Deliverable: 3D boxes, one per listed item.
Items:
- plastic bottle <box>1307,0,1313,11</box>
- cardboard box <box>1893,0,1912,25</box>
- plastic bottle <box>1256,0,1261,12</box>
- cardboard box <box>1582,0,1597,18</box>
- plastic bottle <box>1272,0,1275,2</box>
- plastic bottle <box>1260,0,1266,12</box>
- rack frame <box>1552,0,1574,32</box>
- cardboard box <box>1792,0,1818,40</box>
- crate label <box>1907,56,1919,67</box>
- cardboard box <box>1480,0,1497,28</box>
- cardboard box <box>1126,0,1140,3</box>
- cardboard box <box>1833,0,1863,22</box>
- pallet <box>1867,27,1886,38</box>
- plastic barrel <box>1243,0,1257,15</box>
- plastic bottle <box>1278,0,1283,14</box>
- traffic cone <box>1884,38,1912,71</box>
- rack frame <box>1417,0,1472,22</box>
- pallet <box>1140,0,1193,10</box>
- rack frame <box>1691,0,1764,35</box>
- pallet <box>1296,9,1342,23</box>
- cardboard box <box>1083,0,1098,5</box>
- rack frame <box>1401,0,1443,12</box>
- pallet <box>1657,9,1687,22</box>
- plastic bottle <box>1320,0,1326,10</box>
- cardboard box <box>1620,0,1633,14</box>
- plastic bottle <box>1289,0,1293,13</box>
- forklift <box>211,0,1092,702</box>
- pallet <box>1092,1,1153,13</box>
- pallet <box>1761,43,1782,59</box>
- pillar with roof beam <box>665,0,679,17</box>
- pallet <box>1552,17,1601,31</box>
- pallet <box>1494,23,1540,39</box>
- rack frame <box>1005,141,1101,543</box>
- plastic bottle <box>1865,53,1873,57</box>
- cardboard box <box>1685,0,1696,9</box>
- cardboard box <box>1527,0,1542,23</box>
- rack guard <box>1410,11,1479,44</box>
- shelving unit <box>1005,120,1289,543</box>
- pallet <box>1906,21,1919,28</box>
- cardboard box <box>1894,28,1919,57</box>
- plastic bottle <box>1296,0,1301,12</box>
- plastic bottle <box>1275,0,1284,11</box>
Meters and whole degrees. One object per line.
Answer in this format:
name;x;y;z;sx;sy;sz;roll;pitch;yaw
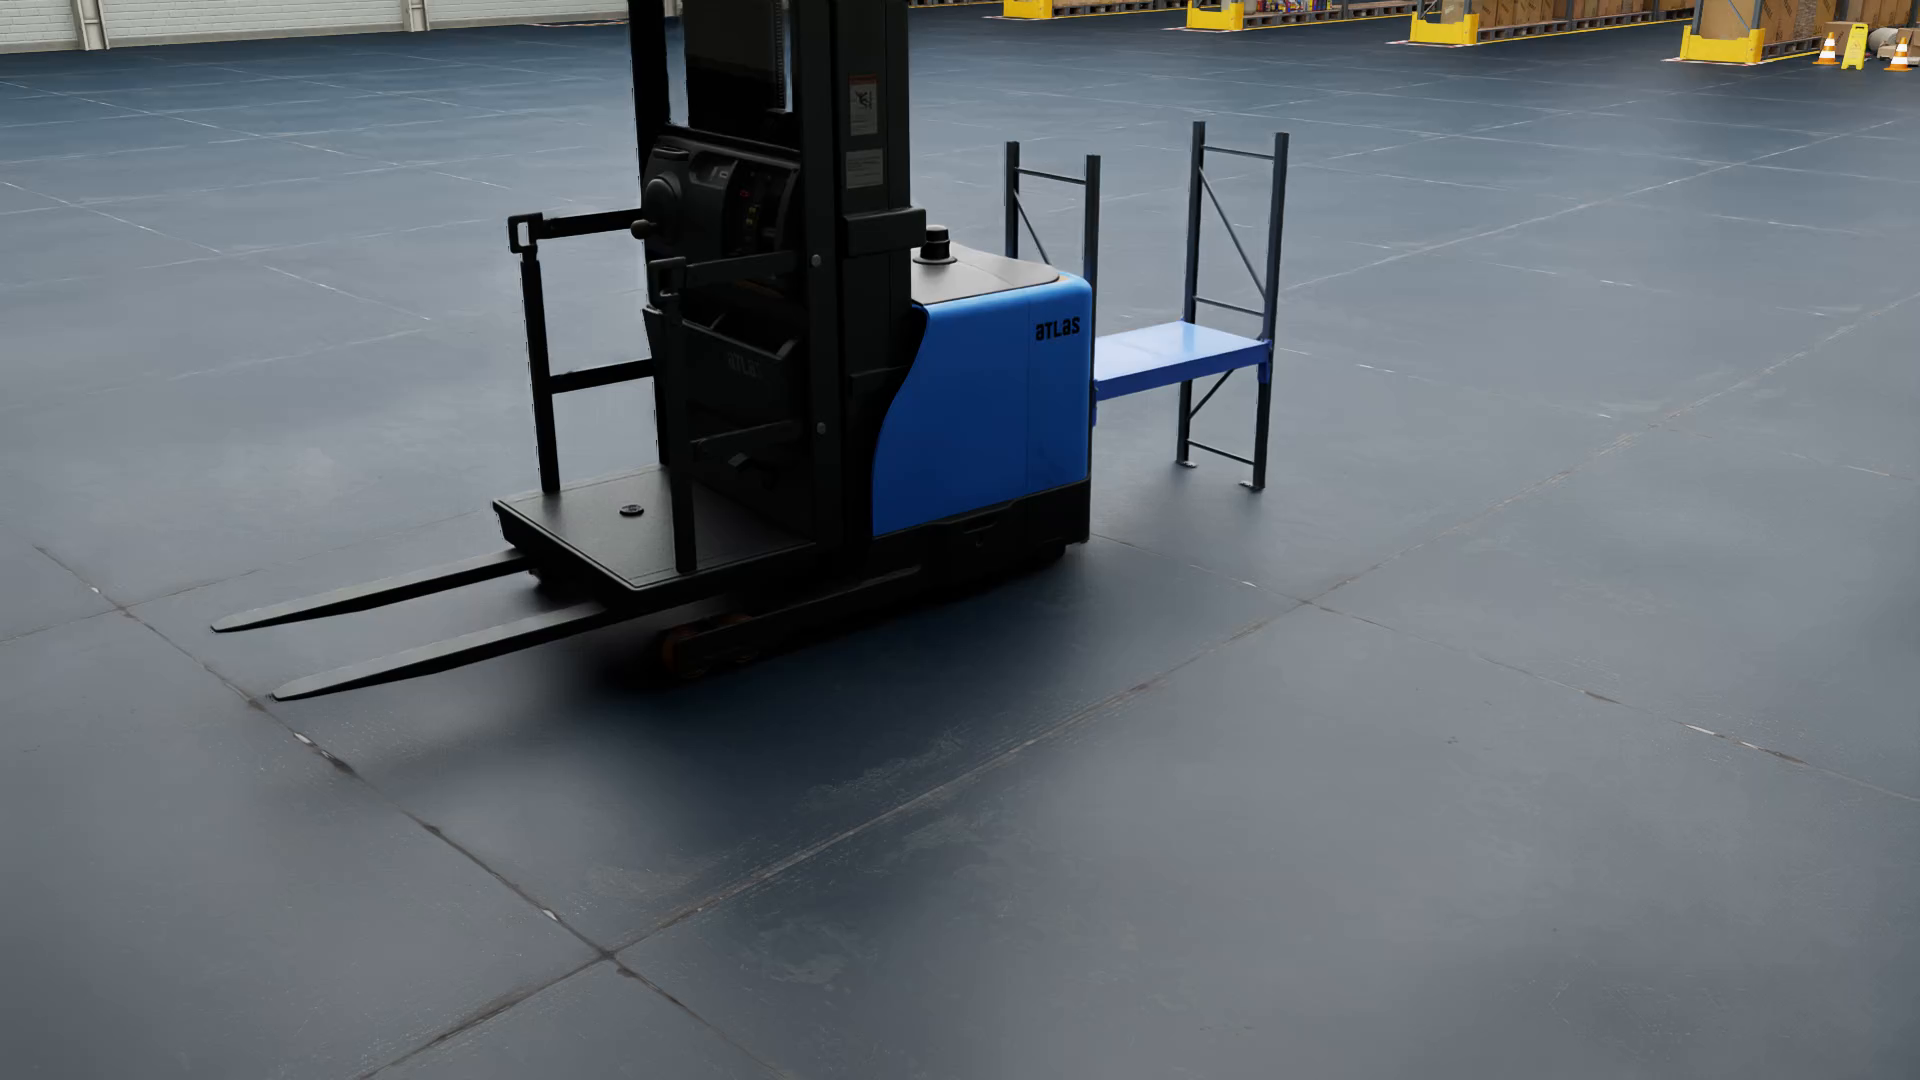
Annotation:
plastic bottle;7.217;-11.150;34.481;0.144;0.351;0.185;19;28;40
cardboard box;17.152;-10.084;31.180;1.050;0.750;0.750;19;28;40
plastic bottle;6.191;-11.097;34.447;0.152;0.276;0.135;20;28;41
cardboard box;12.158;-10.620;32.896;0.700;0.500;0.500;19;28;40
plastic bottle;6.530;-11.258;34.764;0.144;0.351;0.185;19;28;40
plastic bottle;6.268;-11.073;34.377;0.061;0.283;0.133;19;28;41
rack frame;11.368;-11.311;31.823;1.000;3.000;0.127;19;28;41
cardboard box;13.736;-8.871;27.851;0.875;0.875;0.875;20;28;41
crate label;14.525;-7.308;25.397;0.250;0.136;0.298;5;22;13
cardboard box;9.417;-9.631;30.349;0.500;0.500;0.500;-12;24;-28
cardboard box;3.750;-12.404;37.913;0.500;0.250;0.500;19;28;41
cardboard box;15.220;-9.372;29.327;1.050;0.750;0.750;19;28;40
pallet;16.186;-9.275;30.411;1.003;0.211;1.213;19;28;41
plastic barrel;5.783;-10.875;33.569;0.421;0.512;0.421;0;21;0
plastic bottle;6.517;-10.843;33.793;0.097;0.271;0.097;0;21;0
traffic cone;14.021;-7.243;24.773;0.336;0.463;0.334;19;28;41
rack frame;8.577;-10.283;29.148;1.000;3.000;0.127;19;28;41
pallet;4.759;-12.689;39.294;1.003;0.211;1.213;19;28;41
rack frame;12.061;-9.016;25.850;1.000;3.000;0.127;19;28;41
pallet;7.321;-11.087;35.126;1.003;0.211;1.213;19;28;41
cardboard box;2.711;-12.016;36.903;0.500;0.250;0.500;19;28;41
rack frame;10.610;-13.579;37.723;1.000;3.000;0.127;19;28;41
pallet;14.762;-11.222;35.476;1.003;0.211;1.213;19;28;41
plastic bottle;7.576;-11.282;34.826;0.144;0.351;0.185;18;28;39
cardboard box;13.327;-11.055;34.027;0.700;0.500;0.500;16;26;36
plastic bottle;6.756;-10.931;34.022;0.097;0.271;0.097;0;21;0
forklift;-0.971;-1.132;5.433;3.031;2.935;1.130;-16;26;-35
pallet;3.688;-12.296;38.271;1.003;0.211;1.213;19;28;41
pallet;12.562;-7.939;26.936;1.003;0.211;1.213;19;28;41
pillar with roof beam;-3.302;-14.579;31.963;9.100;9.000;0.400;19;28;41
pallet;11.910;-10.210;32.845;1.003;0.211;1.213;19;28;41
pallet;10.073;-9.513;31.031;1.003;0.211;1.213;19;28;41
rack frame;0.343;-0.761;6.463;0.032;1.500;0.500;-16;26;-35
plastic bottle;14.615;-7.853;26.922;0.283;0.061;0.133;9;23;23
cardboard box;15.282;-11.943;35.843;1.225;0.875;0.875;19;28;41
cardboard box;10.666;-10.099;31.566;0.500;0.500;0.500;-11;23;-25
rack guard;8.630;-9.136;29.647;1.175;0.500;0.348;19;28;41
shelving unit;0.742;-0.874;6.757;1.048;1.500;0.538;-16;26;-35
pallet;18.188;-9.971;32.222;1.003;0.211;1.213;19;28;41
cardboard box;15.089;-7.723;25.966;0.797;0.503;0.637;2;21;4
plastic bottle;6.967;-11.009;34.225;0.097;0.271;0.097;0;21;0
plastic bottle;6.654;-11.193;34.698;0.152;0.276;0.135;19;28;41
